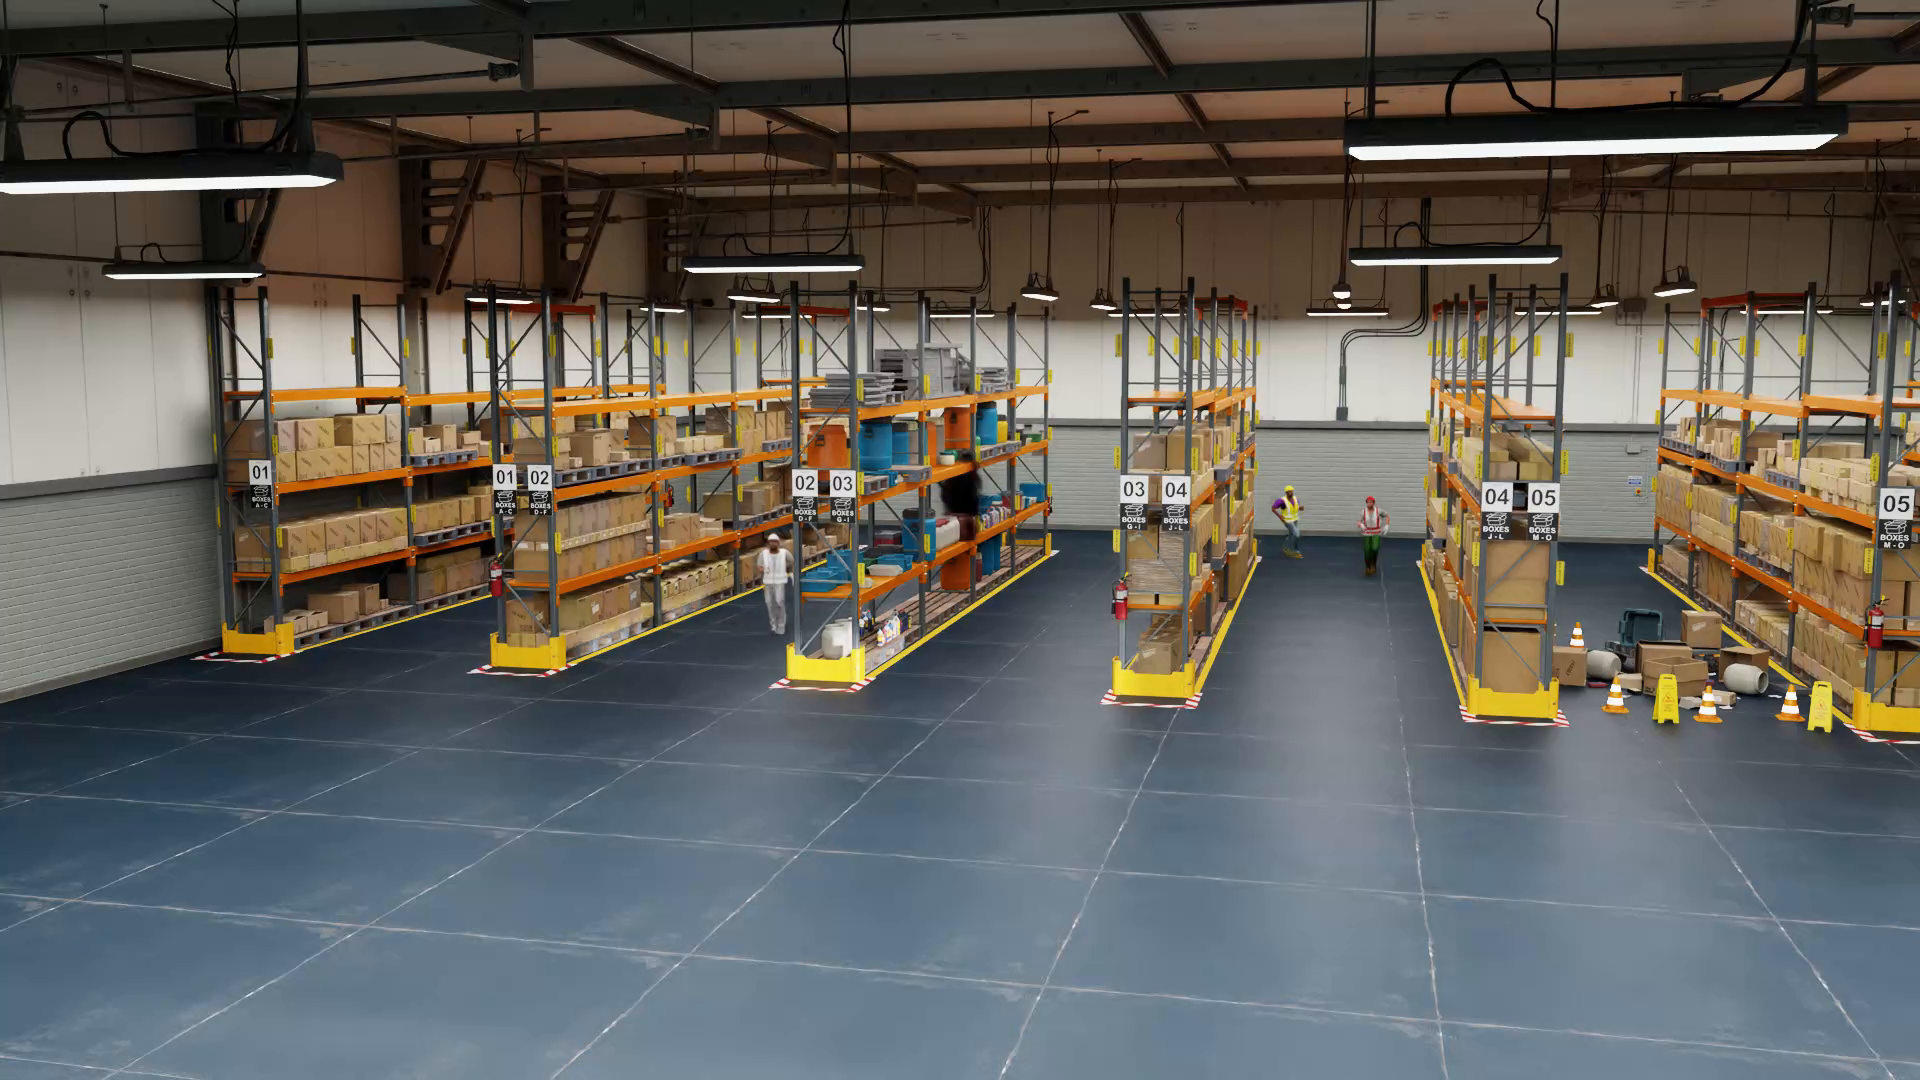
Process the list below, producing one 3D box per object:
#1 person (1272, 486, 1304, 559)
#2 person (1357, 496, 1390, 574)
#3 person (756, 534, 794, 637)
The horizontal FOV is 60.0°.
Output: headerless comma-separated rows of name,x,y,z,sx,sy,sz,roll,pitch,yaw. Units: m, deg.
person,7.879,-0.421,39.792,0.702,1.784,0.723,-6,9,-41
person,9.099,-0.102,36.700,0.679,1.732,0.836,3,7,21
person,-3.231,0.785,29.051,0.649,1.793,0.714,0,7,3
